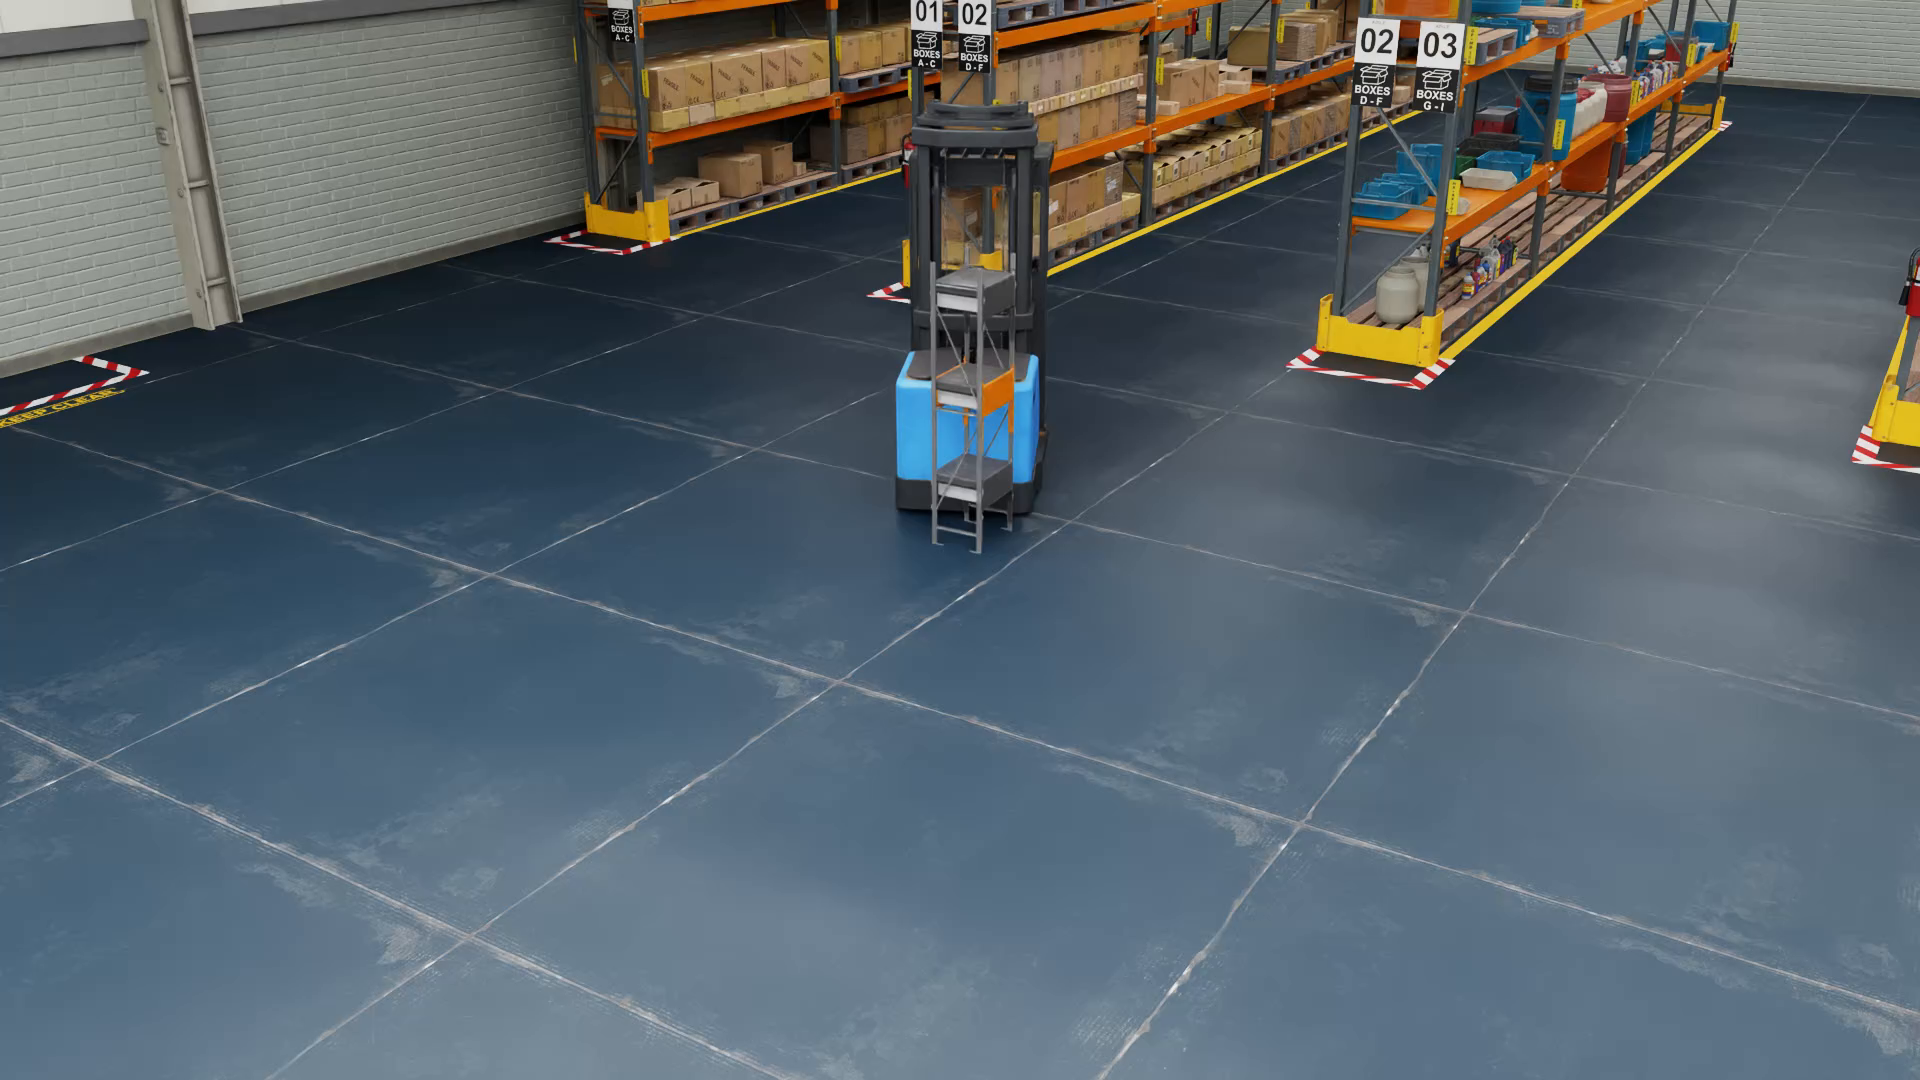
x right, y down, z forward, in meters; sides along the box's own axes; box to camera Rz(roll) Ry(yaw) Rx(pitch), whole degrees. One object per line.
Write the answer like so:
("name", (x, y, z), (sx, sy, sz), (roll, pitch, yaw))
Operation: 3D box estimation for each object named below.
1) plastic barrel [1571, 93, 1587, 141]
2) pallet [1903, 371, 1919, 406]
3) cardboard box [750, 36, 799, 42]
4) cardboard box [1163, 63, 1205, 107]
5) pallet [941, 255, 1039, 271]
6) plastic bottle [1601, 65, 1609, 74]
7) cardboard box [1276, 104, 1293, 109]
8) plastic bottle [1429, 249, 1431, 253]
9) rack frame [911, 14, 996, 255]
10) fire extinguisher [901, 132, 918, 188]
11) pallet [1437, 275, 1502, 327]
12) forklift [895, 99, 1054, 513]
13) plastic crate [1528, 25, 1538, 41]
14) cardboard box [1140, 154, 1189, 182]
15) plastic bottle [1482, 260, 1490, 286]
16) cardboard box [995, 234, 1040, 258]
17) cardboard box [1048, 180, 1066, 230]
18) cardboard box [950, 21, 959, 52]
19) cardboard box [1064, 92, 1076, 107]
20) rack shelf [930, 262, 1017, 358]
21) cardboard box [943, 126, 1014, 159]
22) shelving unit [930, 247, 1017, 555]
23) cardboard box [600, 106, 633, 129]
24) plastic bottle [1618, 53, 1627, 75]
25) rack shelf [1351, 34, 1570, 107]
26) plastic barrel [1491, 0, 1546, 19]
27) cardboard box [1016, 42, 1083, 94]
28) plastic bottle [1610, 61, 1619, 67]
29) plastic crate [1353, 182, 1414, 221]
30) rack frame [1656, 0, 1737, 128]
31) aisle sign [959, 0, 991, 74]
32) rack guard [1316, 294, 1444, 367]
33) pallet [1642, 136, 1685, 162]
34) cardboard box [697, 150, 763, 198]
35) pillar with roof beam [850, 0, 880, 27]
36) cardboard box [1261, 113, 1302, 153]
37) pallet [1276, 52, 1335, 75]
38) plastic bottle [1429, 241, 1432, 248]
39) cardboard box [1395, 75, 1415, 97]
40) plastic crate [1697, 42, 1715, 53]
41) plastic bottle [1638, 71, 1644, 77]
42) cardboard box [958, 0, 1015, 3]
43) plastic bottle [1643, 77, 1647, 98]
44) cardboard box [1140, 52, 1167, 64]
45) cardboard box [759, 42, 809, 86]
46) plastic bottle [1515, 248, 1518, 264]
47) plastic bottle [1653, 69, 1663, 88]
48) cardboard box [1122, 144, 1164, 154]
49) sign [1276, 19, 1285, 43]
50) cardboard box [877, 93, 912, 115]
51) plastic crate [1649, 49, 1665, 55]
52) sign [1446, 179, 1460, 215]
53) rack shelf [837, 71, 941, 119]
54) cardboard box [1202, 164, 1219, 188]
("plastic barrel", (7.321, -5.122, 20.134), (0.433, 0.535, 0.433), (0, 23, 0))
("pallet", (8.840, -1.159, 14.663), (1.003, 0.211, 1.213), (14, 27, 29))
("cardboard box", (-2.598, -6.780, 23.357), (0.500, 0.500, 0.500), (13, 27, 28))
("cardboard box", (2.998, -6.222, 22.722), (0.500, 0.500, 0.500), (14, 27, 29))
("pallet", (0.295, -3.211, 19.402), (1.003, 0.211, 1.213), (14, 27, 29))
("plastic bottle", (9.407, -6.789, 24.313), (0.152, 0.276, 0.135), (14, 27, 29))
("cardboard box", (4.986, -6.697, 26.536), (0.500, 0.500, 0.500), (13, 26, 27))
("plastic bottle", (5.320, -3.178, 18.695), (0.097, 0.271, 0.097), (0, 23, 0))
("rack frame", (-0.073, -4.224, 18.231), (1.000, 3.000, 0.127), (14, 27, 29))
("fire extinguisher", (-0.530, -4.246, 18.379), (0.296, 0.674, 0.183), (14, 27, 29))
("pallet", (5.211, -2.624, 18.045), (1.003, 0.211, 1.213), (14, 27, 29))
("forklift", (0.172, -2.096, 13.402), (1.130, 2.935, 3.031), (2, 24, 5))
("plastic crate", (5.740, -5.164, 16.959), (0.243, 0.136, 0.396), (14, 27, 29))
("cardboard box", (2.735, -5.017, 22.291), (0.500, 0.311, 0.500), (14, 27, 28))
("plastic bottle", (5.695, -2.899, 18.051), (0.097, 0.271, 0.097), (0, 23, 0))
("cardboard box", (0.660, -3.459, 19.396), (0.500, 0.250, 0.500), (14, 27, 29))
("cardboard box", (0.914, -3.974, 19.642), (0.500, 0.500, 0.500), (14, 27, 29))
("cardboard box", (-0.303, -8.048, 26.385), (0.700, 0.500, 0.500), (11, 26, 23))
("cardboard box", (1.129, -5.173, 19.482), (0.380, 0.149, 0.250), (14, 27, 29))
("rack shelf", (0.094, -1.610, 11.598), (0.431, 0.518, 0.480), (12, 26, 26))
("cardboard box", (0.184, -4.425, 18.569), (0.700, 0.500, 0.500), (14, 27, 29))
("shelving unit", (0.094, -0.980, 11.871), (0.431, 2.100, 0.503), (12, 26, 26))
("cardboard box", (-4.201, -5.399, 21.111), (0.500, 0.250, 0.500), (14, 27, 30))
("plastic bottle", (9.981, -7.148, 25.047), (0.144, 0.351, 0.185), (14, 27, 29))
("rack shelf", (5.189, -4.906, 16.937), (1.077, 0.370, 4.000), (14, 27, 29))
("plastic barrel", (6.327, -6.358, 18.755), (0.600, 0.901, 0.708), (14, 27, 29))
("cardboard box", (1.014, -5.556, 19.549), (0.700, 0.500, 0.500), (14, 27, 29))
("plastic bottle", (9.703, -6.978, 24.749), (0.152, 0.276, 0.135), (14, 27, 29))
("plastic crate", (4.143, -3.348, 16.395), (0.499, 0.251, 0.616), (14, 27, 29))
("rack frame", (12.573, -8.585, 28.305), (1.000, 3.000, 0.127), (14, 27, 29))
("aisle sign", (0.153, -5.331, 17.515), (0.394, 0.787, 0.004), (14, 27, 29))
("rack guard", (4.134, -2.073, 16.409), (1.175, 0.500, 0.348), (14, 27, 29))
("pallet", (10.818, -6.211, 26.332), (1.003, 0.211, 1.213), (14, 27, 29))
("cardboard box", (-3.112, -4.960, 22.524), (0.700, 0.500, 0.500), (12, 26, 26))
("pillar with roof beam", (2.174, -9.554, 22.993), (9.100, 9.000, 0.400), (14, 27, 29))
("cardboard box", (4.902, -6.250, 25.505), (0.500, 0.500, 0.500), (13, 27, 27))
("pallet", (5.169, -7.493, 26.025), (1.003, 0.211, 1.213), (14, 27, 29))
("plastic bottle", (5.366, -3.272, 18.812), (0.144, 0.351, 0.185), (13, 26, 27))
("cardboard box", (8.290, -8.444, 30.572), (0.500, 0.500, 0.500), (14, 27, 29))
("plastic crate", (12.297, -8.178, 27.622), (0.396, 0.136, 0.243), (14, 27, 29))
("plastic bottle", (9.762, -6.578, 23.830), (0.097, 0.271, 0.097), (0, 23, 0))
("cardboard box", (0.234, -6.098, 17.950), (0.797, 0.503, 0.637), (16, 28, 33))
("plastic bottle", (9.550, -6.327, 23.252), (0.097, 0.271, 0.097), (0, 23, 0))
("cardboard box", (3.609, -9.280, 32.530), (0.700, 0.500, 0.500), (14, 27, 29))
("cardboard box", (-2.418, -6.501, 22.712), (0.500, 0.500, 0.500), (14, 27, 29))
("plastic bottle", (6.317, -3.265, 18.984), (0.097, 0.201, 0.097), (0, 23, 0))
("plastic bottle", (10.071, -6.684, 24.069), (0.152, 0.276, 0.135), (14, 27, 29))
("cardboard box", (2.542, -5.304, 22.952), (0.500, 0.311, 0.500), (14, 27, 29))
("sign", (4.621, -7.340, 23.972), (0.100, 0.325, 0.005), (14, 27, 29))
("cardboard box", (-1.020, -6.752, 25.720), (0.500, 0.250, 0.500), (14, 27, 29))
("plastic crate", (11.127, -7.792, 26.730), (0.293, 0.136, 0.466), (14, 27, 29))
("sign", (4.599, -3.195, 15.506), (0.100, 0.325, 0.005), (14, 27, 29))
("rack shelf", (-1.118, -6.956, 25.447), (1.077, 0.370, 4.000), (14, 27, 29))
("cardboard box", (3.271, -5.108, 23.207), (0.500, 0.250, 0.500), (14, 27, 30))
